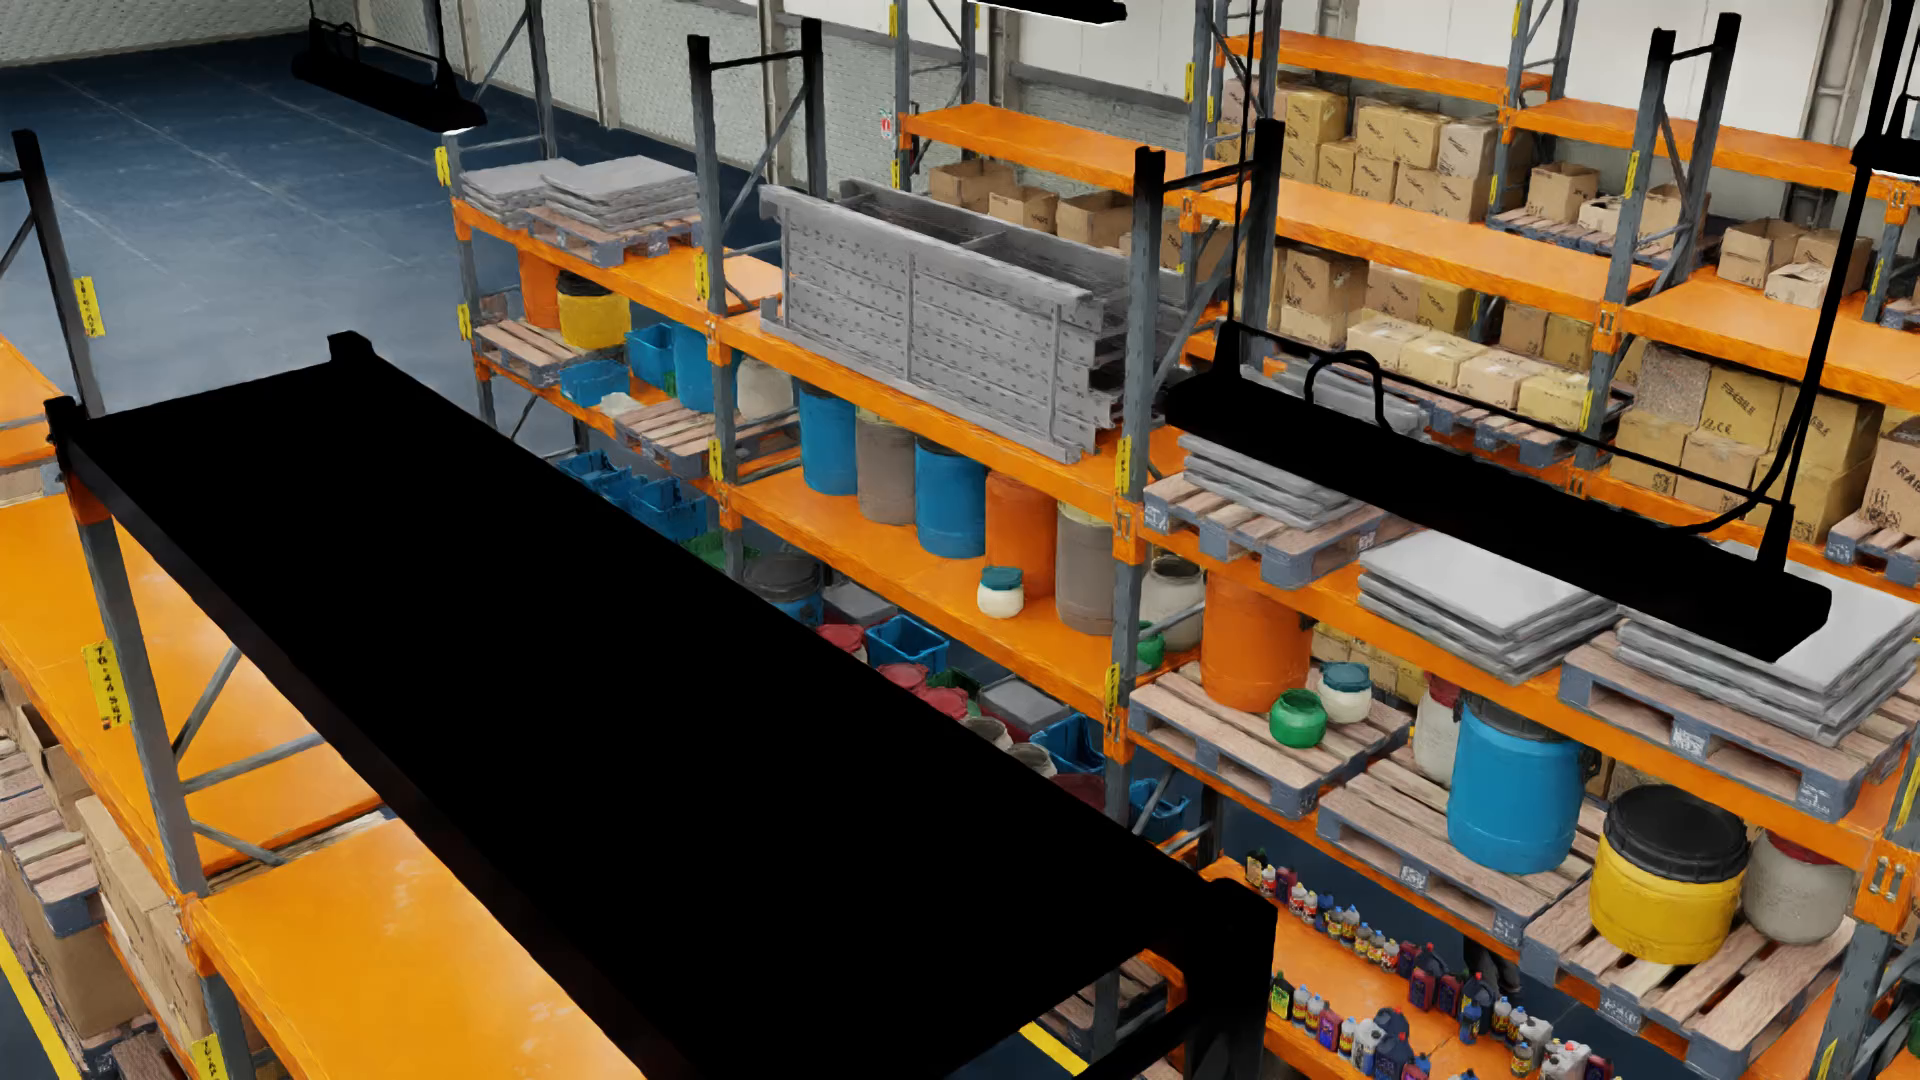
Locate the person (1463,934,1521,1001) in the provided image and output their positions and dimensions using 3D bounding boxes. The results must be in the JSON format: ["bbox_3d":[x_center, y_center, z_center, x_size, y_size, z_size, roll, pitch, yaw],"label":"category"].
[{"bbox_3d":[3.549,2.414,11.091,0.592,1.590,0.513,-23,35,-38],"label":"person"}]
